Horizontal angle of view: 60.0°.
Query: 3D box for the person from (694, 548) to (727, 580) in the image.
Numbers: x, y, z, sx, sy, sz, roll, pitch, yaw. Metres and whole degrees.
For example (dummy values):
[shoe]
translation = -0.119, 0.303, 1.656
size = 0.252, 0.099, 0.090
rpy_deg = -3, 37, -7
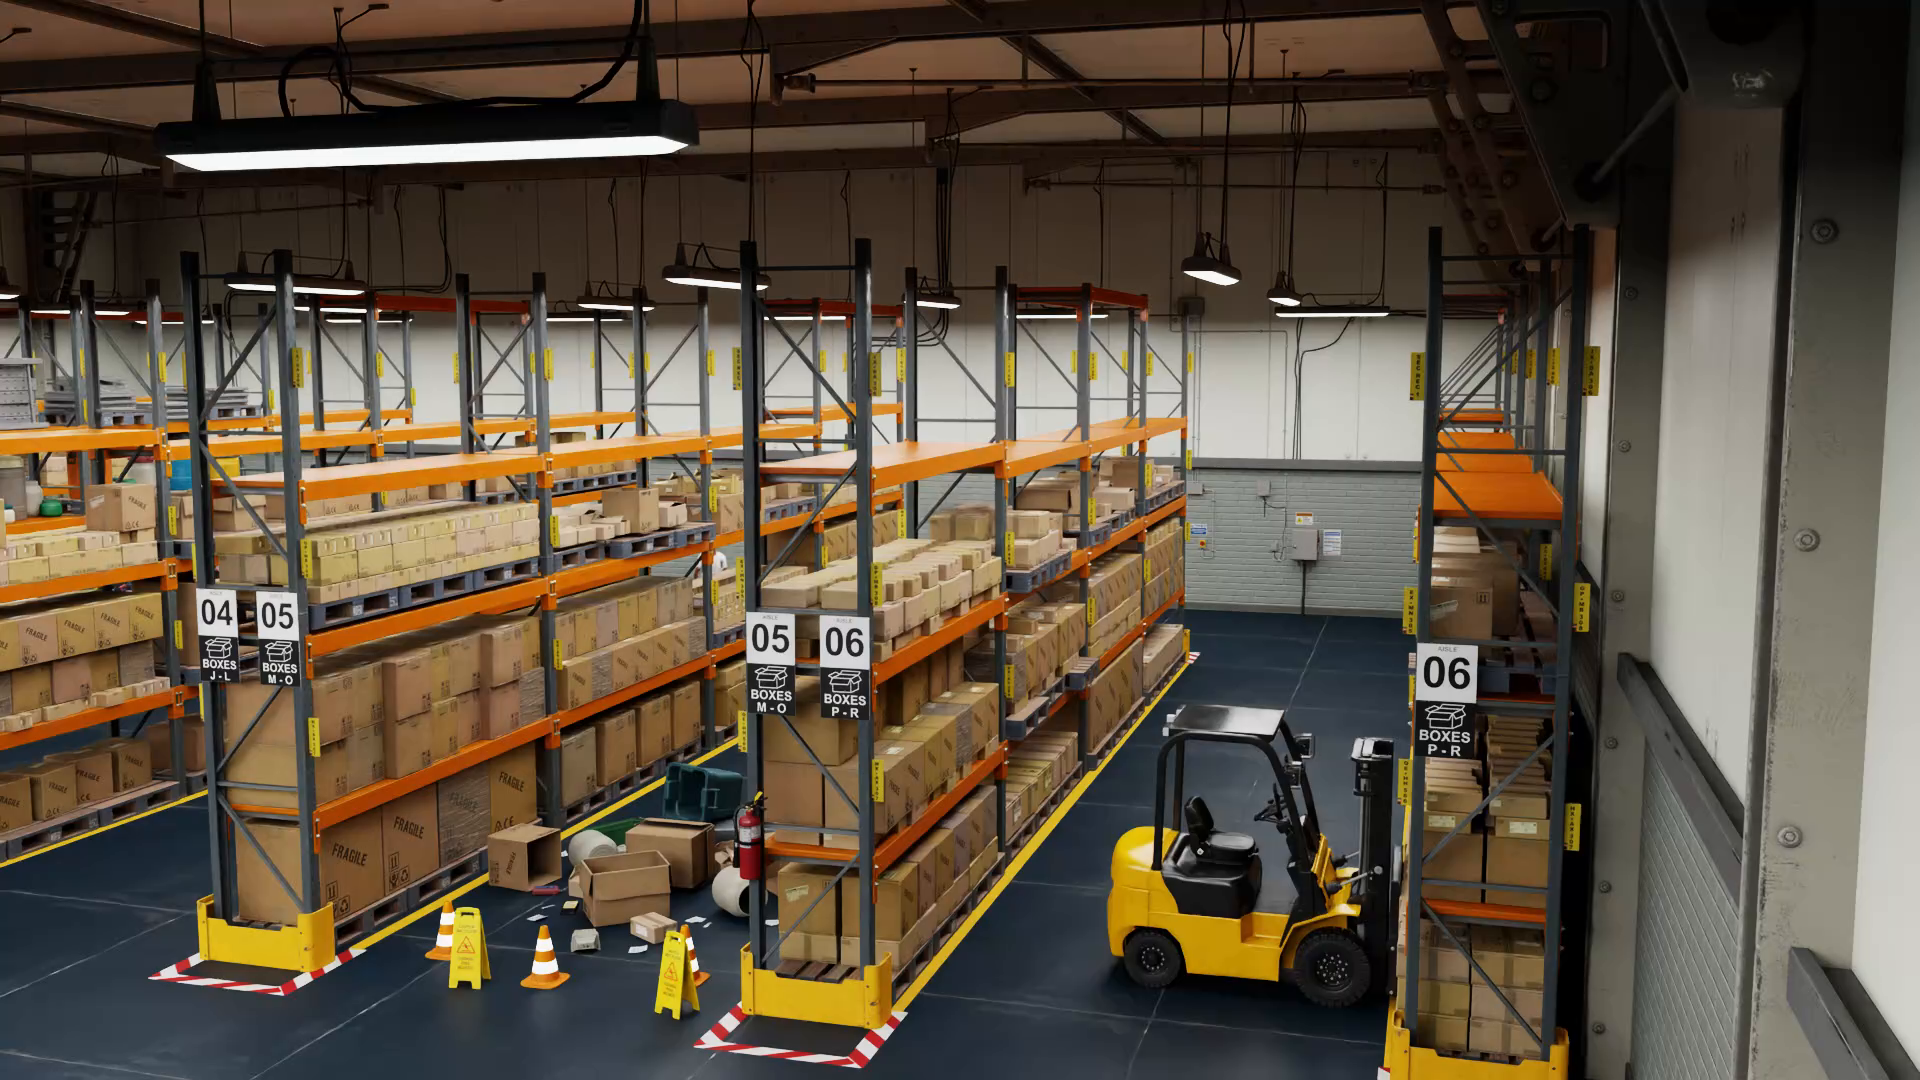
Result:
[person]
translation = -4.701, 0.810, 31.299
size = 0.588, 1.711, 1.093
rpy_deg = 1, 7, 13
